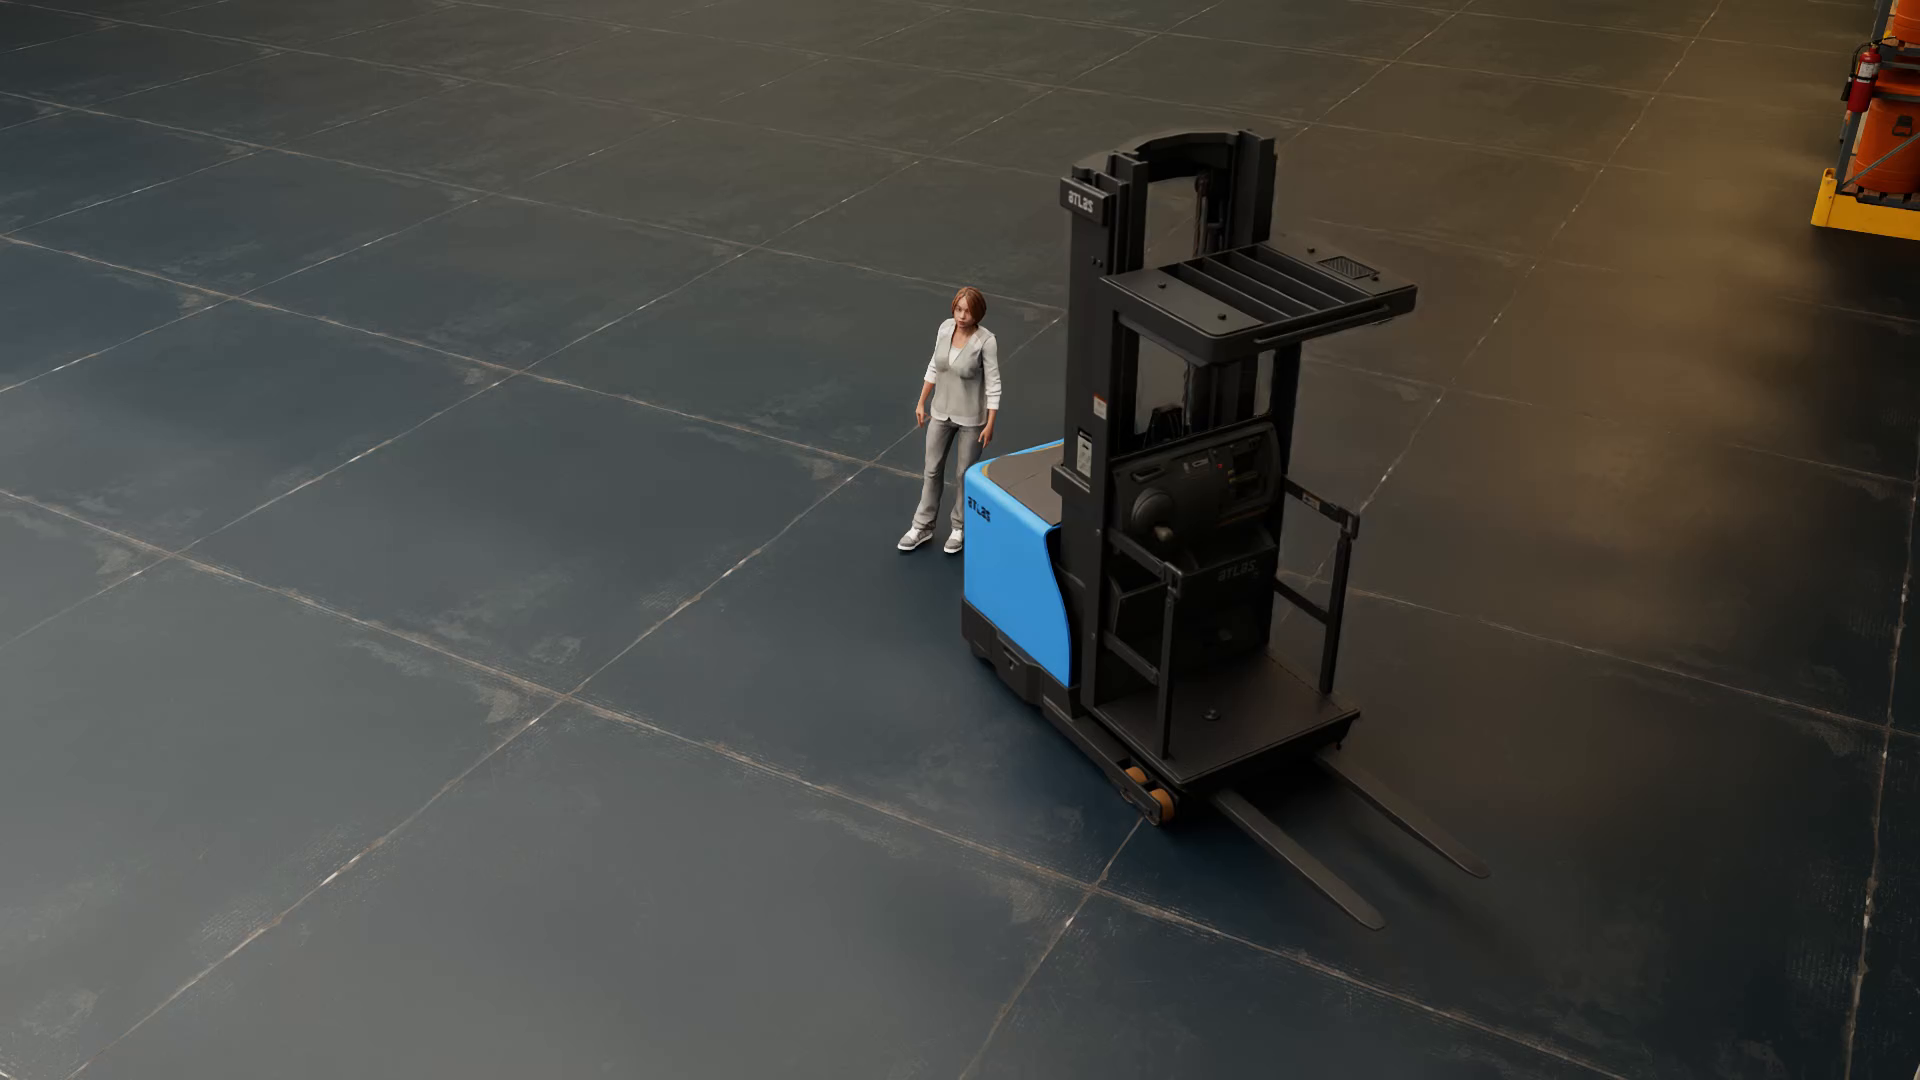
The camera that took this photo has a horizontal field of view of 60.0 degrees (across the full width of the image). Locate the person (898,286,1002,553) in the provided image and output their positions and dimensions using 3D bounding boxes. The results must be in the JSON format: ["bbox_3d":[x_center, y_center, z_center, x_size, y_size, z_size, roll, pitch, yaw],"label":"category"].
[{"bbox_3d":[-0.048,-0.669,9.550,0.519,1.598,0.474,15,33,25],"label":"person"}]

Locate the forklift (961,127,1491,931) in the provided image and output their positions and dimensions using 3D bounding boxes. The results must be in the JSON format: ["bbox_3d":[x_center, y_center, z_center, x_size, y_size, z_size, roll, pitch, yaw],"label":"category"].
[{"bbox_3d":[1.200,-0.214,7.441,1.130,2.935,3.031,-17,34,-27],"label":"forklift"}]
